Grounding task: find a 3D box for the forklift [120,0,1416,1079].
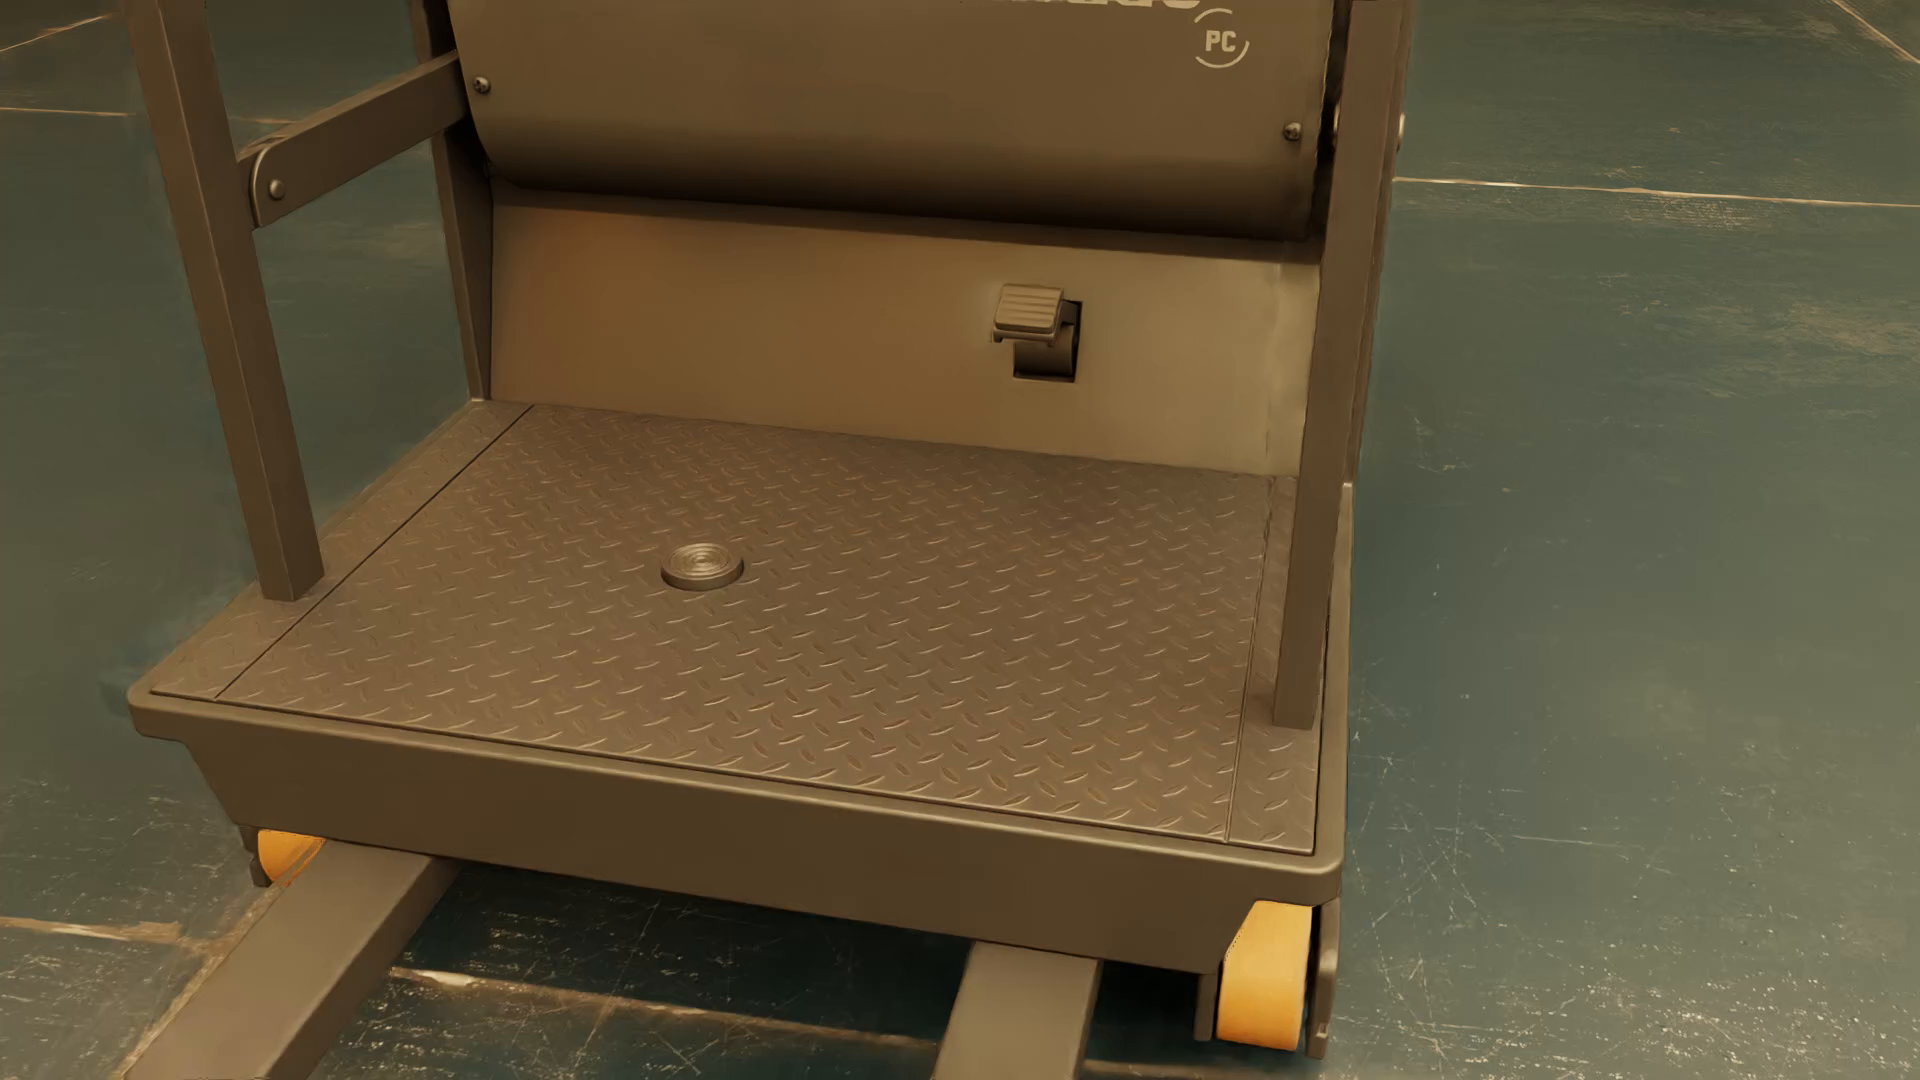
[{"bbox_3d":[-0.129,-0.991,1.265,1.130,2.935,3.031,6,30,11],"label":"forklift"}]
